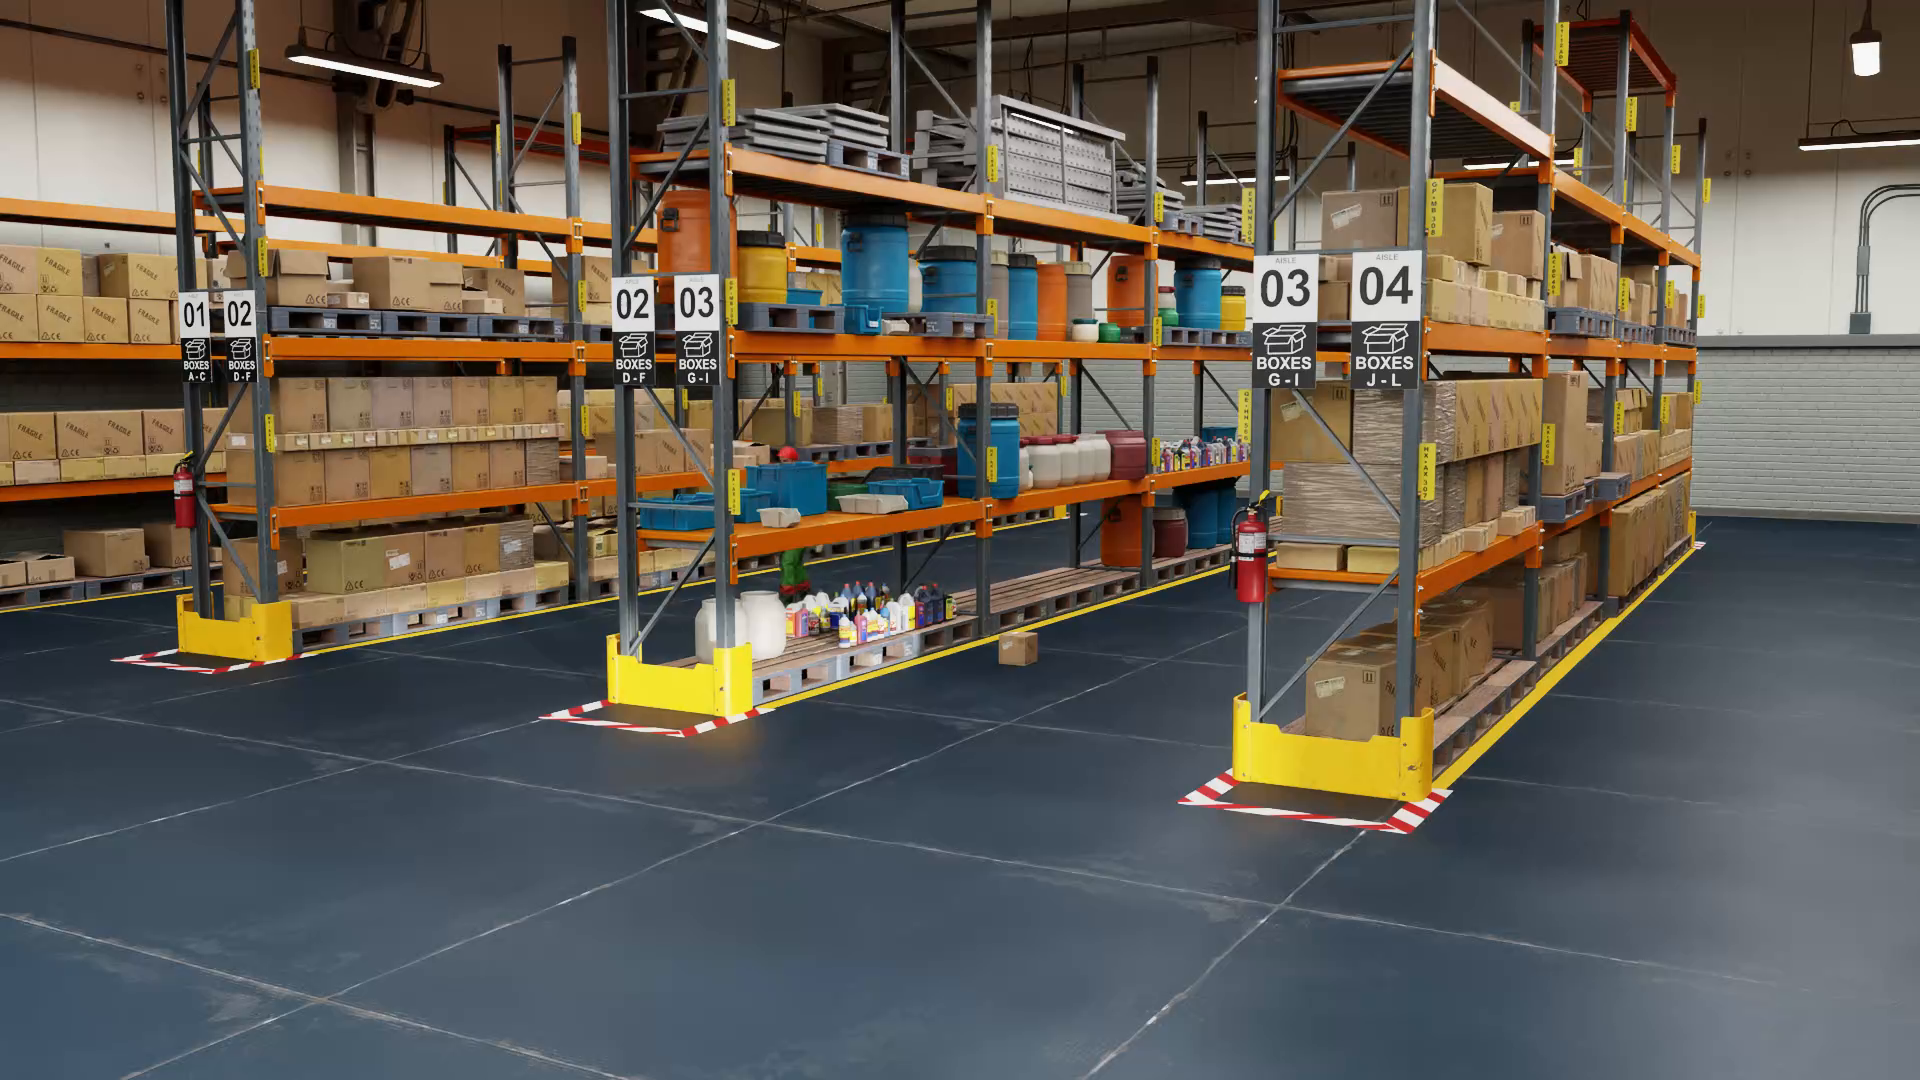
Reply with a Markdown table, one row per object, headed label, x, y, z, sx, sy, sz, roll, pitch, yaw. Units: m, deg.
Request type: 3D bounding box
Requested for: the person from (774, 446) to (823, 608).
| label | x | y | z | sx | sy | sz | roll | pitch | yaw |
| --- | --- | --- | --- | --- | --- | --- | --- | --- | --- |
| person | -1.701 | -0.048 | 16.628 | 0.630 | 1.777 | 0.952 | 4 | 7 | 35 |
